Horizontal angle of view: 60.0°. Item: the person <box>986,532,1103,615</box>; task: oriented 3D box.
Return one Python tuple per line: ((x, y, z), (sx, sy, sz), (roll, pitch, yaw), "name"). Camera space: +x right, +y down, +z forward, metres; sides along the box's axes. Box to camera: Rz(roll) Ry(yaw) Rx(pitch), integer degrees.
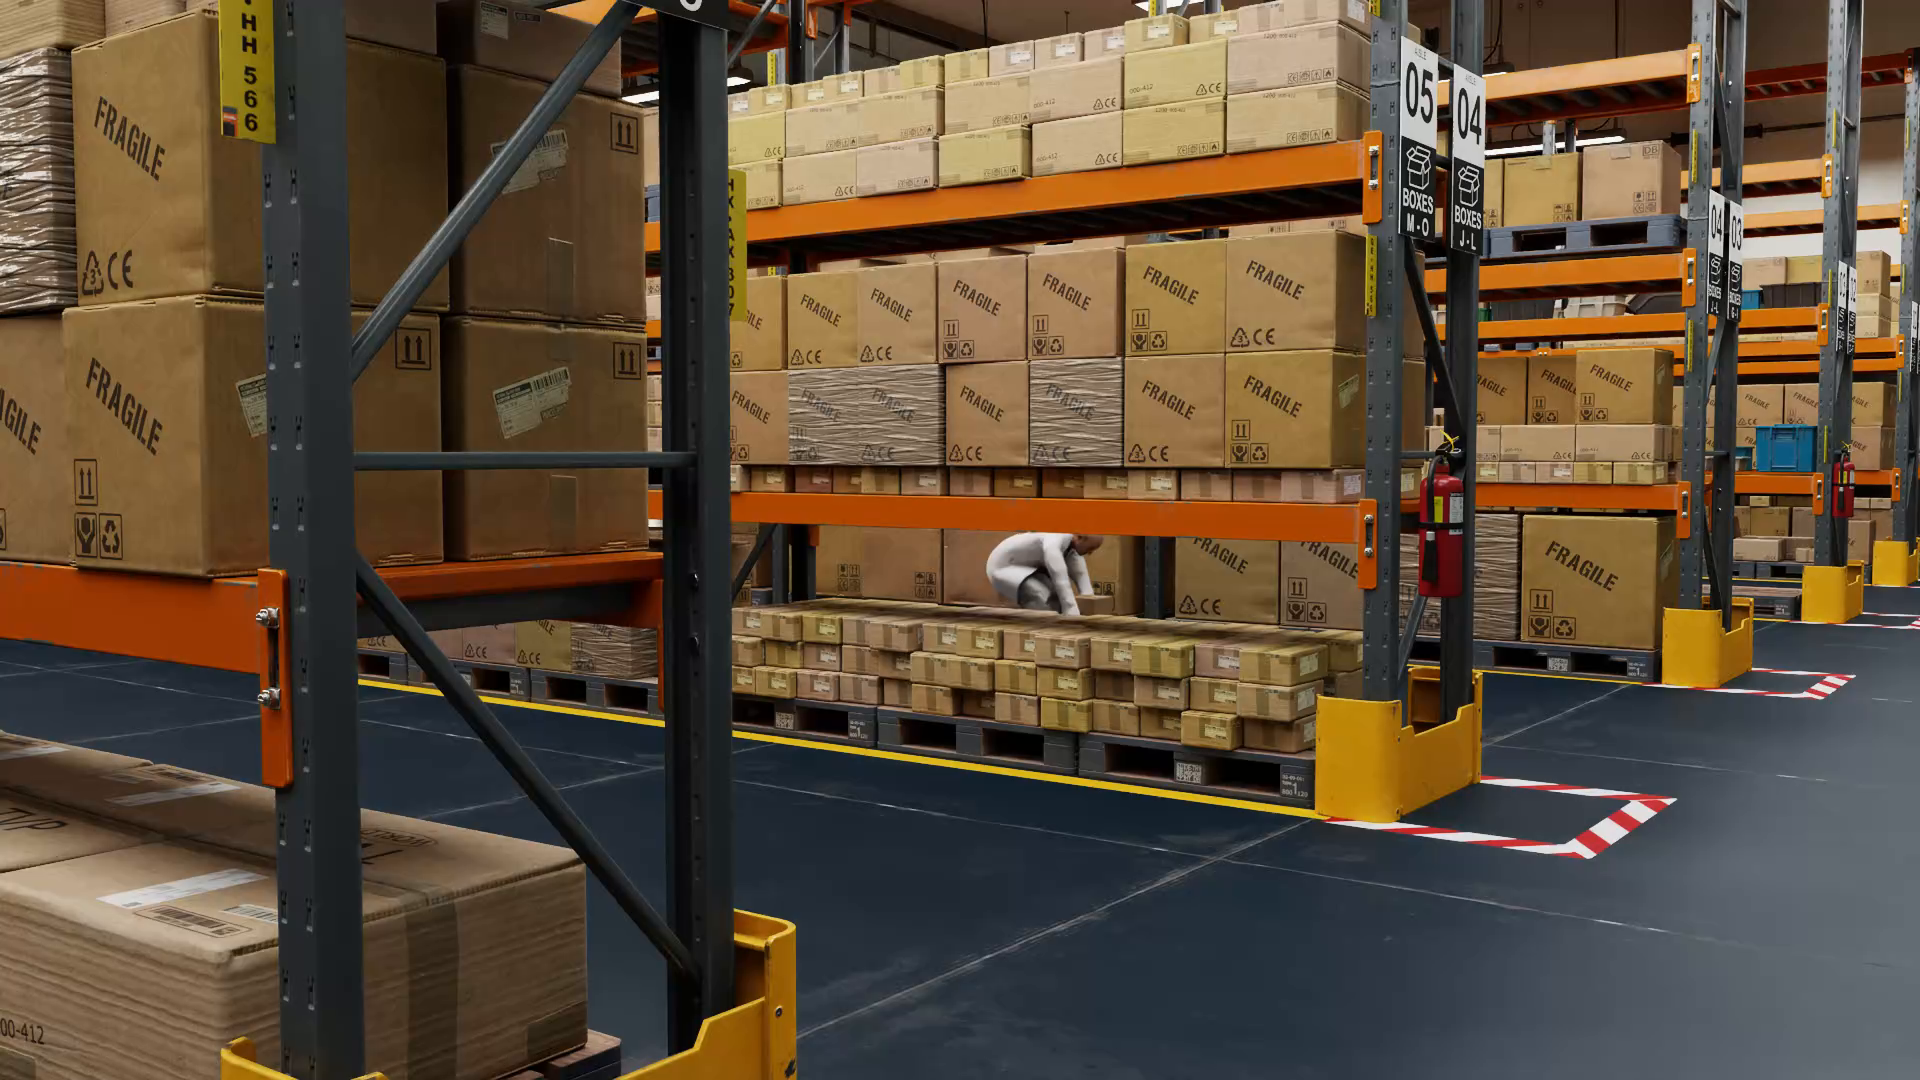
((0.650, 0.376, 12.437), (0.954, 0.969, 0.587), (2, 4, 28), "person")
